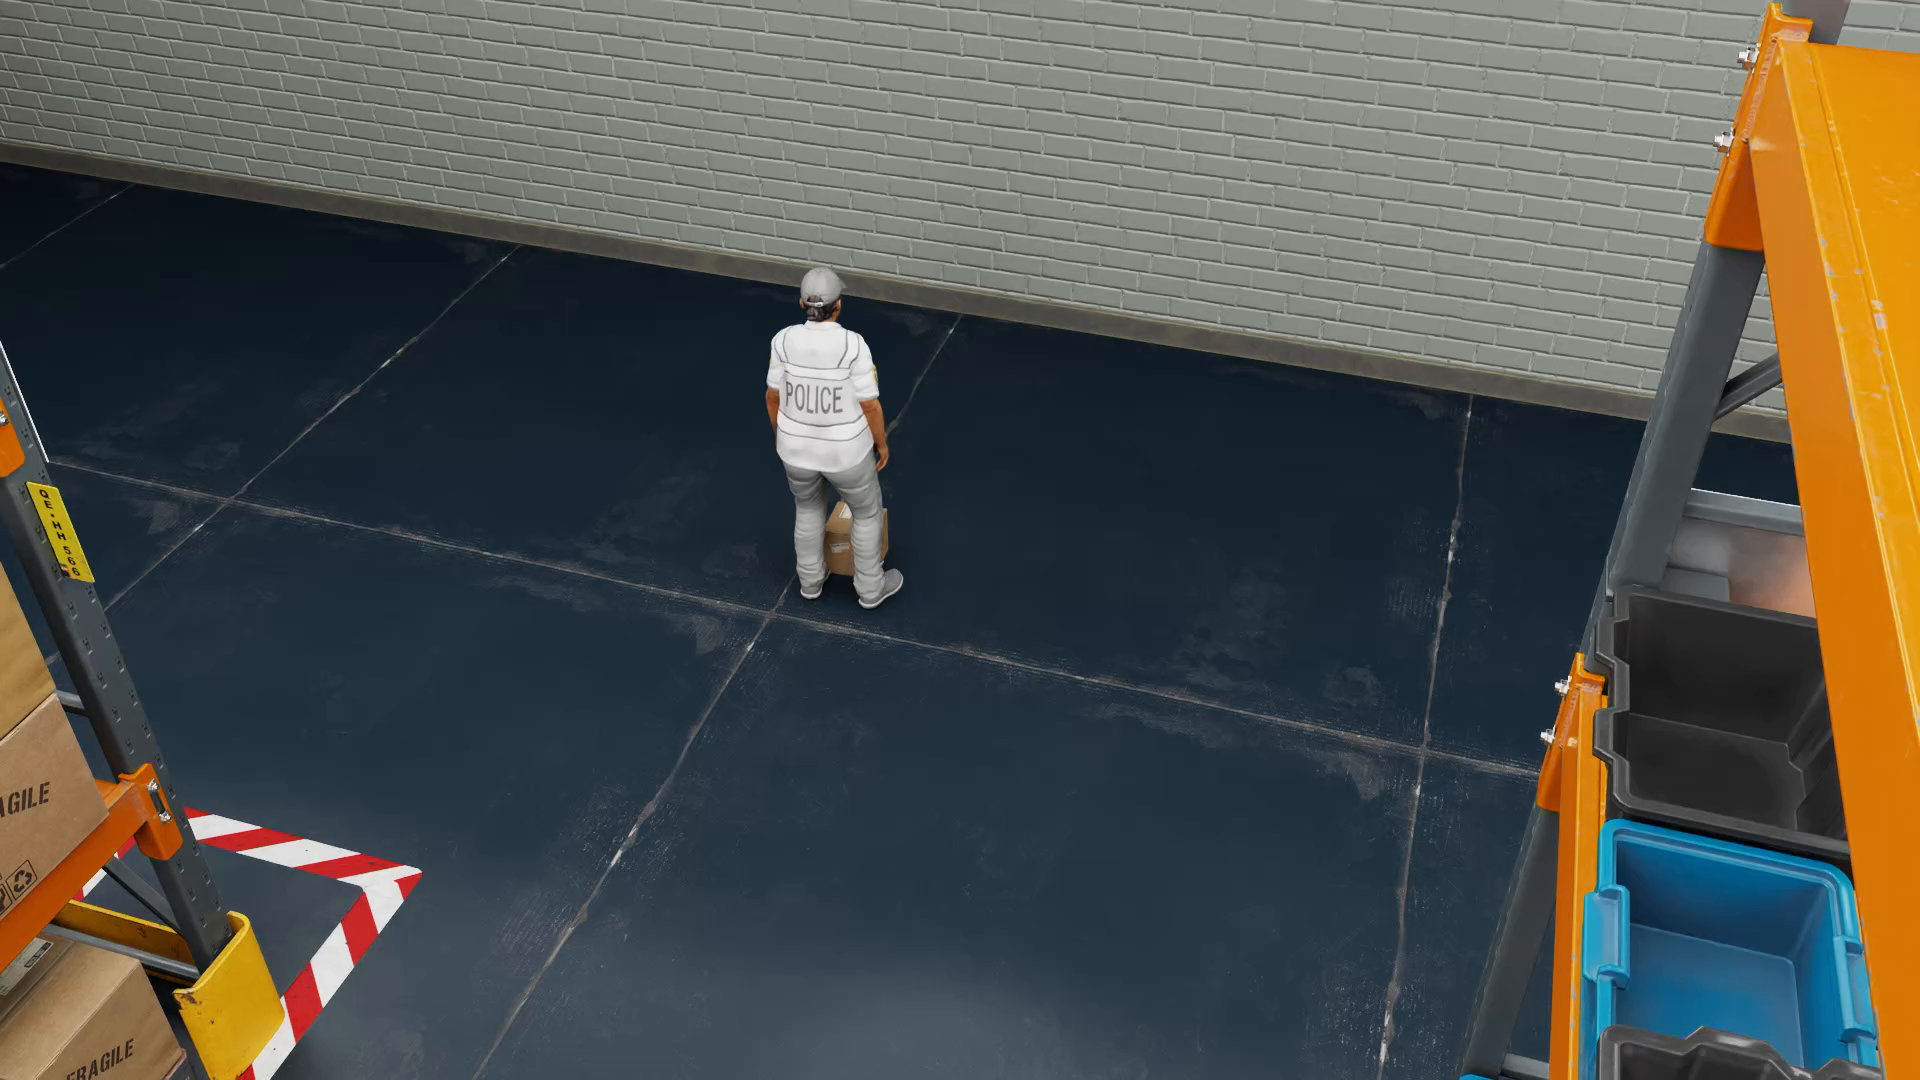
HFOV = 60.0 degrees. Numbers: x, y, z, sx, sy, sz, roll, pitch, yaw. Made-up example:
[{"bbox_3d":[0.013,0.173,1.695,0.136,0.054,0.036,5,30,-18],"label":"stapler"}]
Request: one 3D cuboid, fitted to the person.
[{"bbox_3d":[-0.569,-0.436,7.457,0.563,1.667,0.463,9,38,11],"label":"person"}]
